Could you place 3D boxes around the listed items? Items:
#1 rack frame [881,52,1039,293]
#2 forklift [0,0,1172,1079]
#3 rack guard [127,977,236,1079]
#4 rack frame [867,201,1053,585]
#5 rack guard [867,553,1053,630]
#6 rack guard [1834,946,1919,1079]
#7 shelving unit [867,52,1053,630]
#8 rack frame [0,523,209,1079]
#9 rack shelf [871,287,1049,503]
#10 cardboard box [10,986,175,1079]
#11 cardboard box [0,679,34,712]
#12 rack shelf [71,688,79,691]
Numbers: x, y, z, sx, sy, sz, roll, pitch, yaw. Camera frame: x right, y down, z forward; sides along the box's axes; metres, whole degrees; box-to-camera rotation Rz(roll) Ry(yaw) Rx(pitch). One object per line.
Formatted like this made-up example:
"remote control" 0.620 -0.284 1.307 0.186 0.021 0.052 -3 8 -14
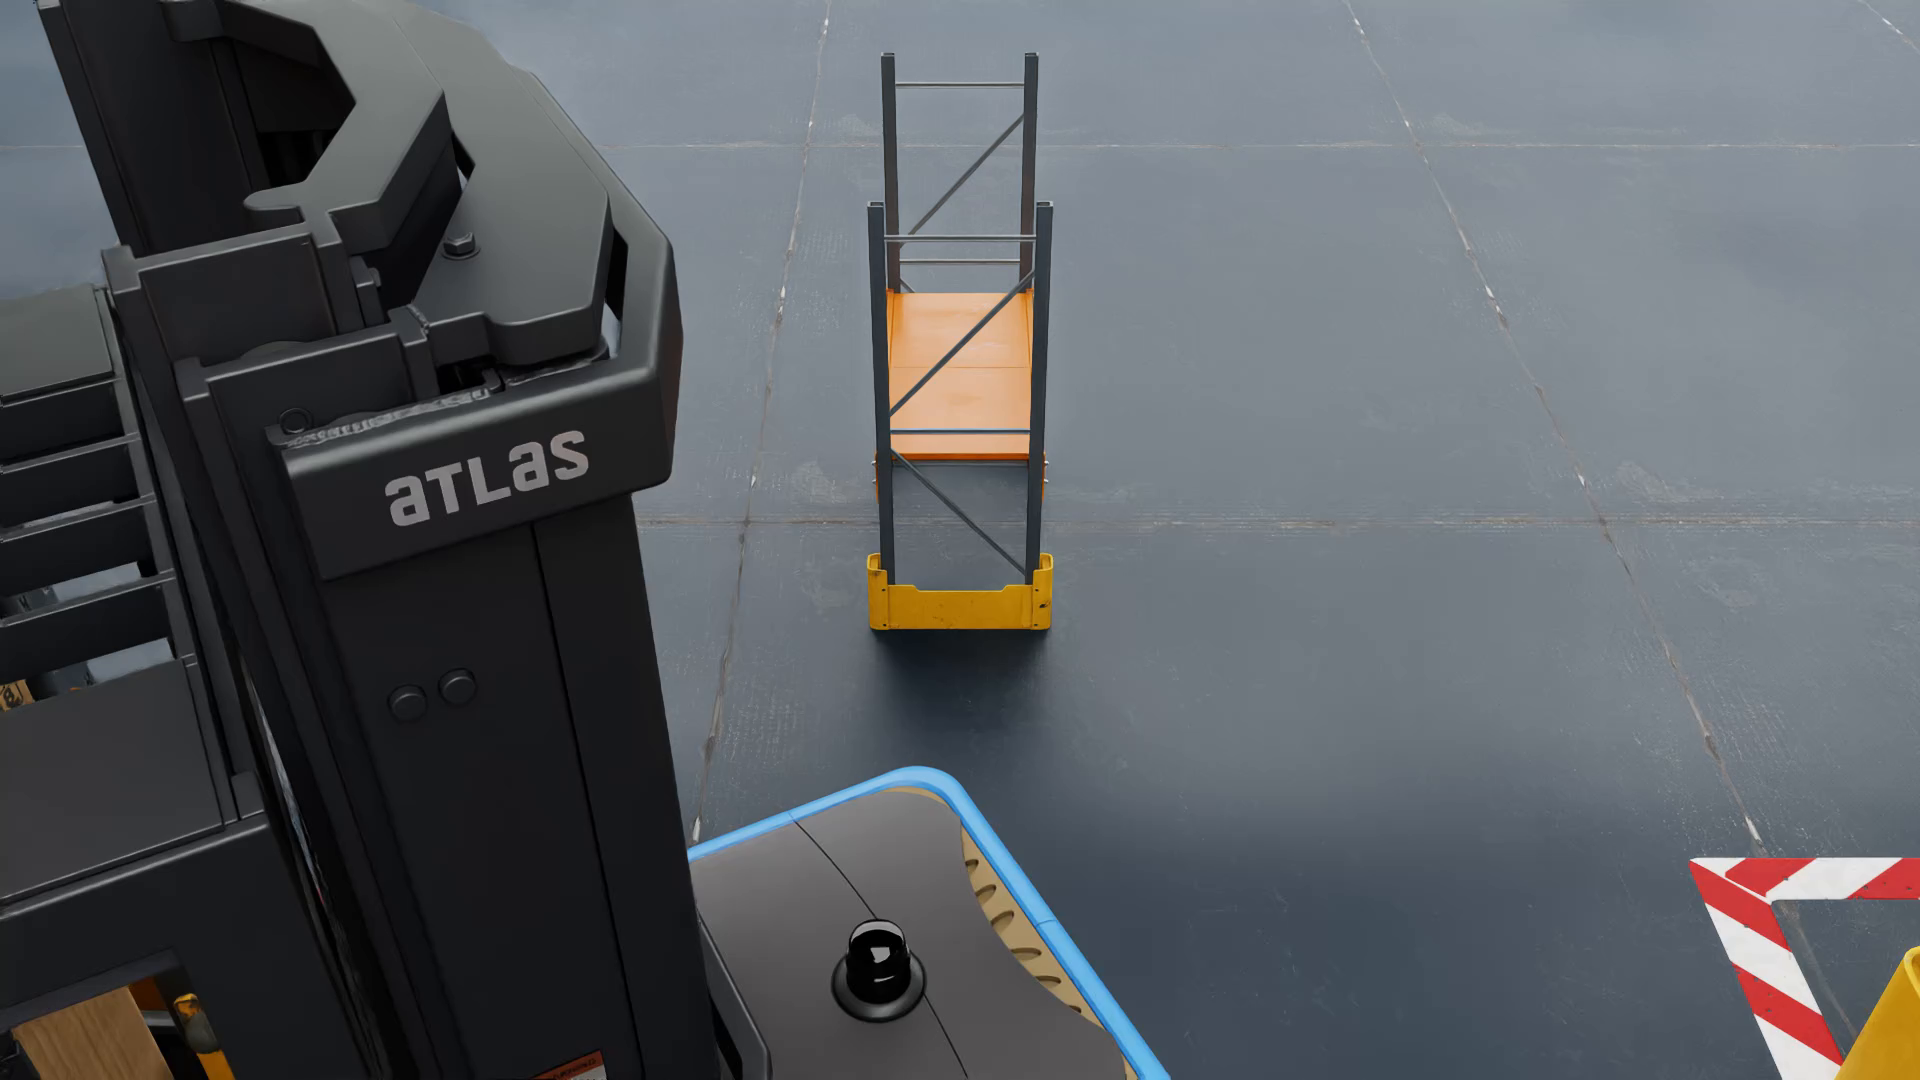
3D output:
"rack frame" -0.001 -0.956 5.744 0.500 1.500 0.032 0 39 0
"forklift" -1.132 0.841 2.356 3.031 2.935 1.130 -18 42 -21
"rack guard" -2.245 1.107 3.969 1.175 0.500 0.348 0 39 0
"rack frame" 0.000 -0.321 4.951 0.500 1.500 0.032 0 39 0
"rack guard" 0.000 0.166 5.343 0.587 0.250 0.087 0 39 0
"rack guard" 2.715 1.229 3.817 1.175 0.500 0.348 0 39 0
"shelving unit" 0.000 -0.633 5.340 0.587 1.500 1.083 0 39 0
"rack frame" -2.245 0.147 3.169 1.000 3.000 0.127 0 39 0
"rack shelf" 0.000 -0.498 5.460 0.538 0.185 1.000 0 39 0
"cardboard box" -2.178 1.236 3.173 0.875 0.875 0.875 0 39 0
"cardboard box" -2.199 0.320 2.832 0.875 0.550 0.550 0 39 0
"rack shelf" -2.242 1.678 1.833 1.077 0.370 4.000 0 39 0
